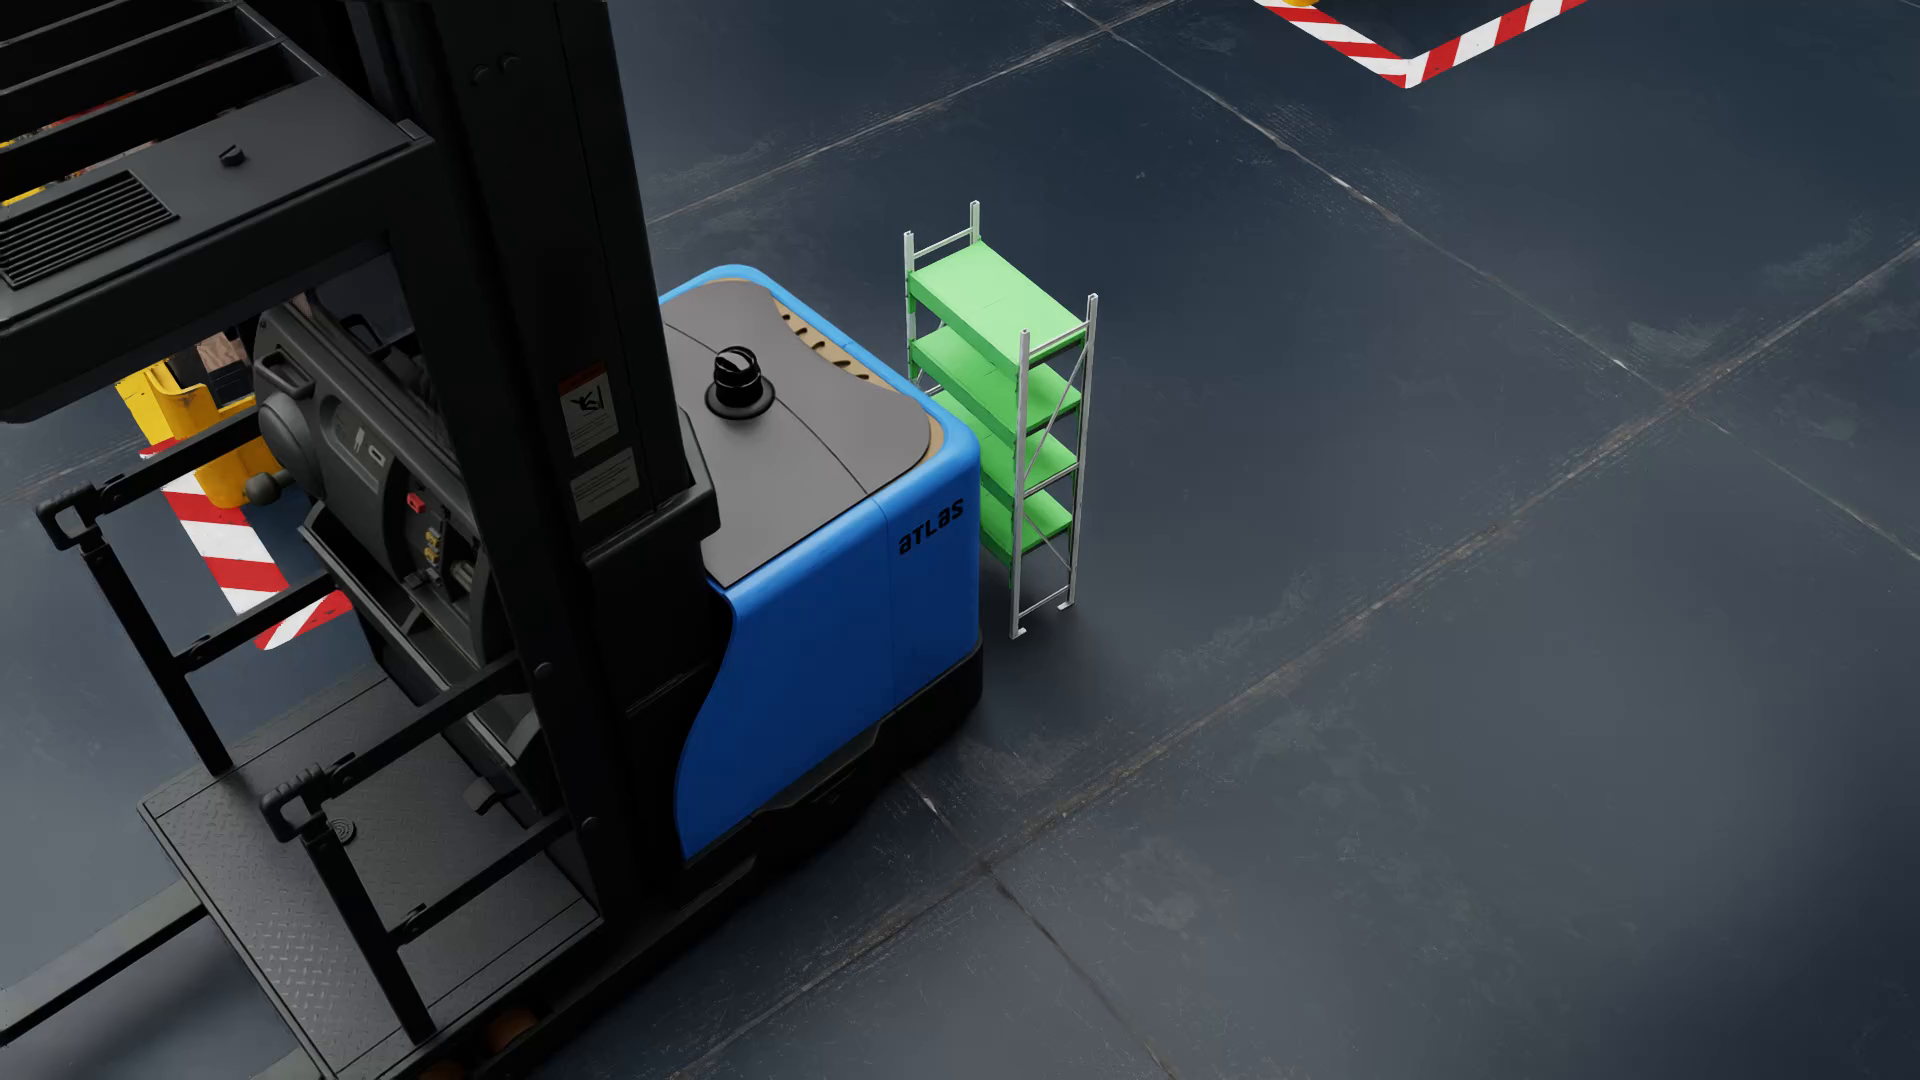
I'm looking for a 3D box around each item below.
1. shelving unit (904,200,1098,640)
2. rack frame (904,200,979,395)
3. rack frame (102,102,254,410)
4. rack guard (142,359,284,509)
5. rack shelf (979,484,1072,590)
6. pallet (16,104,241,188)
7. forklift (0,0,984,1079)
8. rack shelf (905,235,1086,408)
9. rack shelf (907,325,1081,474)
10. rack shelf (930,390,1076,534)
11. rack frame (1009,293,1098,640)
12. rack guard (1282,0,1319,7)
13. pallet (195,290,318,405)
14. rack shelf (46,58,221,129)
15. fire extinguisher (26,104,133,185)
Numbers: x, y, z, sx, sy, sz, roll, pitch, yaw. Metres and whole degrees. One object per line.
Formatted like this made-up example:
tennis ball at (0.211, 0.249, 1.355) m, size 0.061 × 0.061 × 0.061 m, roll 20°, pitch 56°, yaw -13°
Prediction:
shelving unit at (0.100, -0.305, 4.717) m, size 0.258 × 1.200 × 0.503 m, roll -29°, pitch 54°, yaw -24°
rack frame at (-0.048, -0.449, 4.847) m, size 0.240 × 1.200 × 0.015 m, roll -29°, pitch 54°, yaw -24°
rack frame at (-2.032, -1.459, 4.548) m, size 1.000 × 3.000 × 0.127 m, roll -29°, pitch 54°, yaw -24°
rack guard at (-2.007, -0.611, 5.466) m, size 1.175 × 0.500 × 0.348 m, roll -29°, pitch 54°, yaw -24°
rack shelf at (0.100, -0.101, 4.942) m, size 0.258 × 0.148 × 0.480 m, roll -29°, pitch 54°, yaw -24°
pallet at (-3.235, -1.745, 6.689) m, size 1.003 × 0.211 × 1.213 m, roll -29°, pitch 54°, yaw -24°
forklift at (-1.357, -0.031, 3.300) m, size 3.031 × 2.935 × 1.130 m, roll -35°, pitch 56°, yaw -27°
rack shelf at (0.100, -0.585, 4.409) m, size 0.258 × 0.148 × 0.480 m, roll -29°, pitch 54°, yaw -24°
rack shelf at (0.100, -0.424, 4.587) m, size 0.258 × 0.148 × 0.480 m, roll -29°, pitch 54°, yaw -24°
rack shelf at (0.100, -0.262, 4.764) m, size 0.258 × 0.148 × 0.480 m, roll -29°, pitch 54°, yaw -24°
rack frame at (0.248, -0.162, 4.587) m, size 0.240 × 1.200 × 0.015 m, roll -29°, pitch 54°, yaw -24°
rack guard at (1.867, -2.884, 7.527) m, size 1.175 × 0.500 × 0.348 m, roll -29°, pitch 54°, yaw -24°
pallet at (-2.500, -1.026, 6.037) m, size 1.003 × 0.211 × 1.213 m, roll -29°, pitch 54°, yaw -24°
rack shelf at (-3.243, -2.396, 5.883) m, size 1.077 × 0.370 × 4.000 m, roll -29°, pitch 54°, yaw -24°
fire extinguisher at (-2.302, -1.015, 4.449) m, size 0.296 × 0.674 × 0.183 m, roll -29°, pitch 54°, yaw -24°
